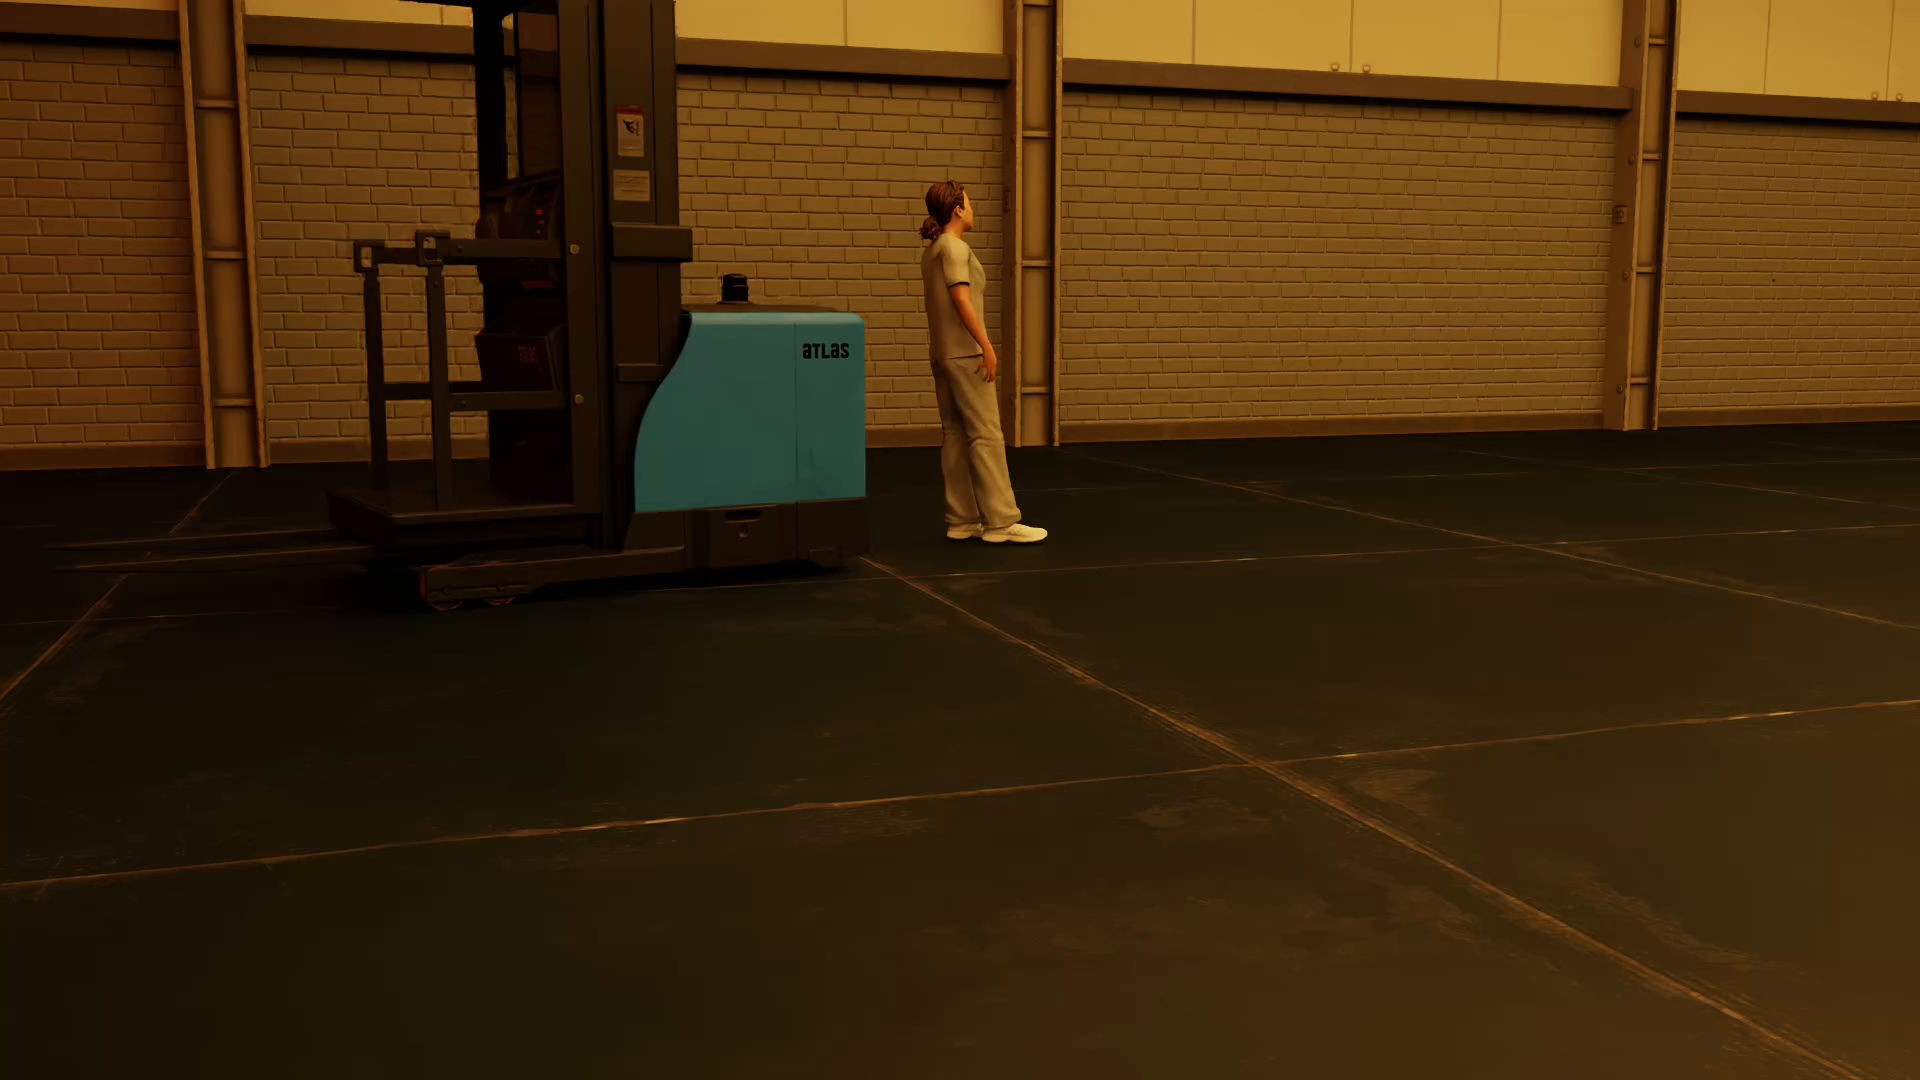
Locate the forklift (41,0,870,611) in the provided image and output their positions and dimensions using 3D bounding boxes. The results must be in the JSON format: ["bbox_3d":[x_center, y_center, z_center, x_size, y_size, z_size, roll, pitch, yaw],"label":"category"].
[{"bbox_3d":[-1.904,-1.277,6.434,3.031,2.935,1.130,-5,9,-31],"label":"forklift"}]

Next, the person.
[{"bbox_3d":[0.074,-0.833,7.821,0.549,1.663,0.549,-3,8,-18],"label":"person"}]
